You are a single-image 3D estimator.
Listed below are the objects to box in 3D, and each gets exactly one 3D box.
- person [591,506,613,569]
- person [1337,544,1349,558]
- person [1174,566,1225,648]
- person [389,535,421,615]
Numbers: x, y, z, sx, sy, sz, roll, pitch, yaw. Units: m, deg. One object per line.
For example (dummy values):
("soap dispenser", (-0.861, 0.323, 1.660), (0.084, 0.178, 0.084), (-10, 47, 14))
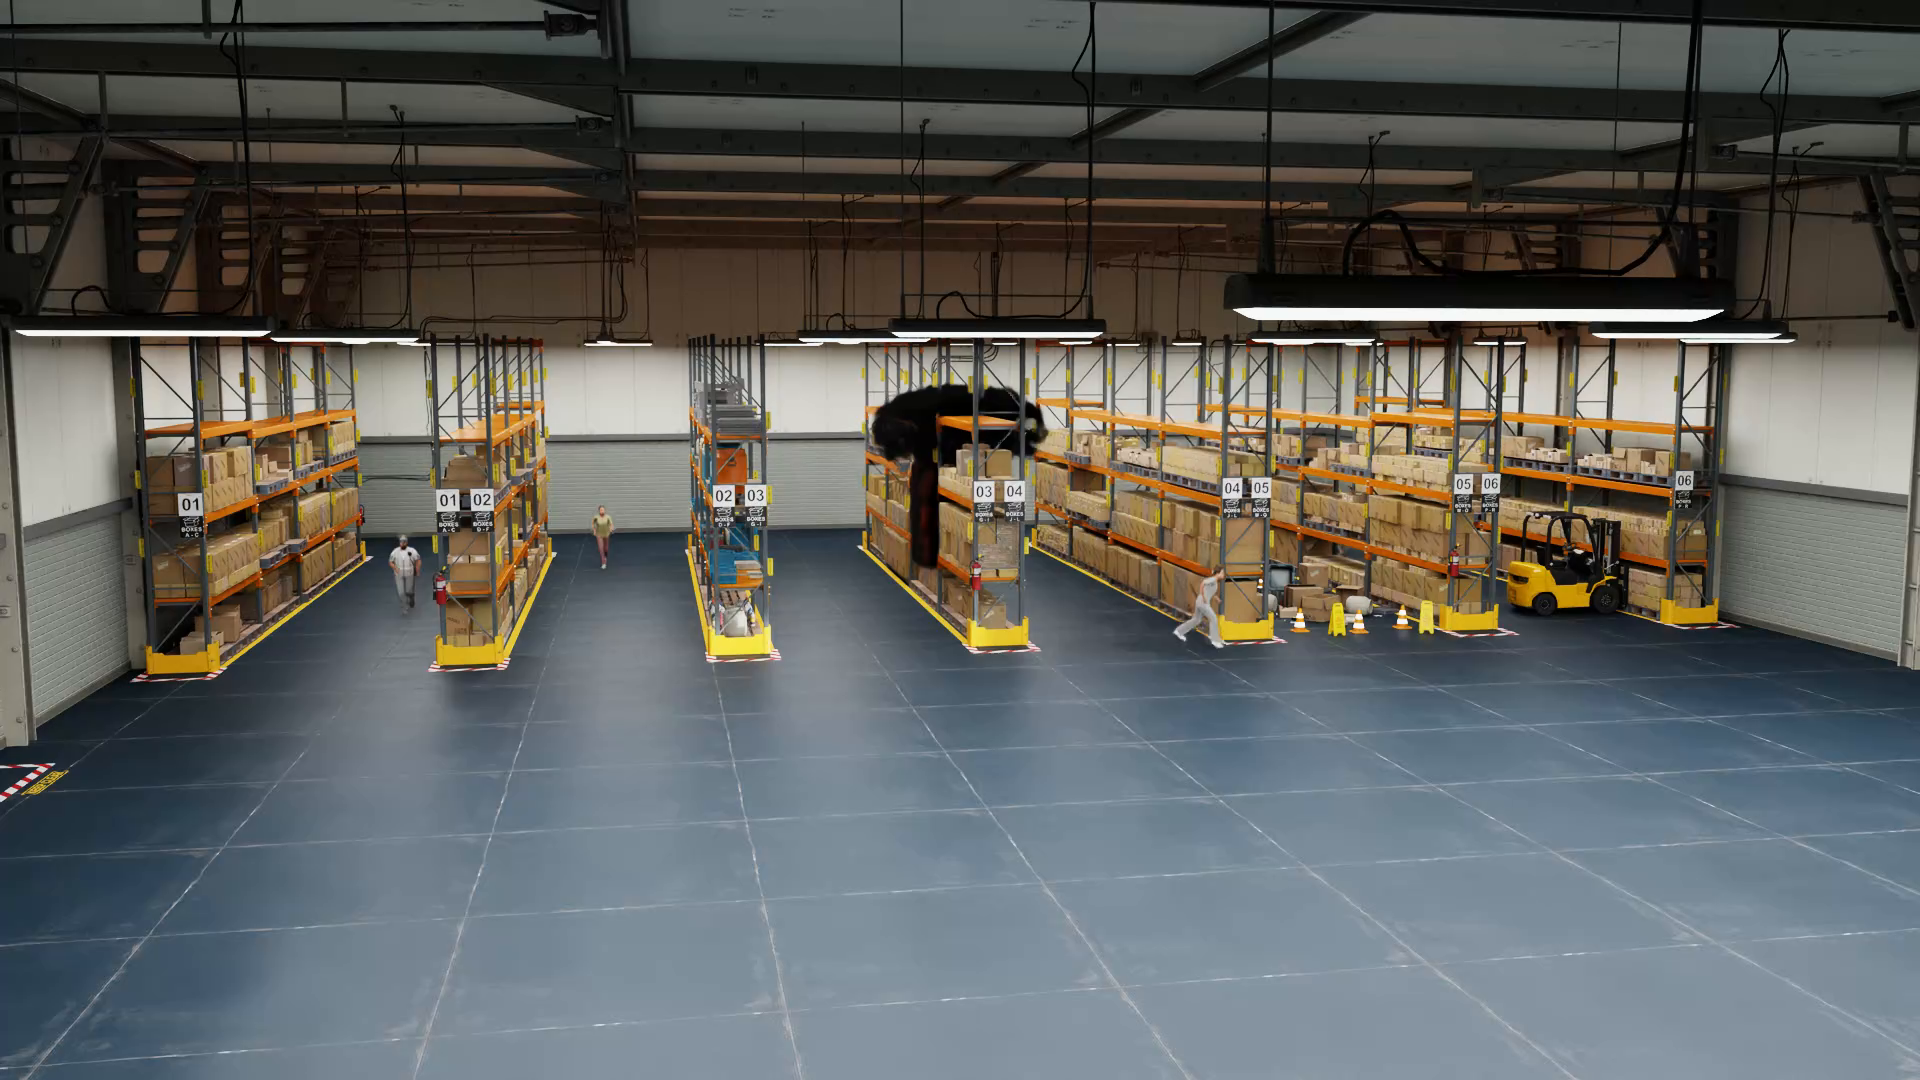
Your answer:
("person", (-9.426, -0.100, 43.829), (0.565, 1.640, 0.813), (-2, 7, -17))
("person", (10.220, -0.217, 44.819), (0.592, 1.609, 0.763), (-2, 7, -15))
("person", (4.616, 1.288, 32.024), (1.003, 1.626, 0.602), (2, 7, 19))
("person", (-12.018, 0.749, 35.992), (0.664, 1.743, 0.573), (-2, 7, -13))
